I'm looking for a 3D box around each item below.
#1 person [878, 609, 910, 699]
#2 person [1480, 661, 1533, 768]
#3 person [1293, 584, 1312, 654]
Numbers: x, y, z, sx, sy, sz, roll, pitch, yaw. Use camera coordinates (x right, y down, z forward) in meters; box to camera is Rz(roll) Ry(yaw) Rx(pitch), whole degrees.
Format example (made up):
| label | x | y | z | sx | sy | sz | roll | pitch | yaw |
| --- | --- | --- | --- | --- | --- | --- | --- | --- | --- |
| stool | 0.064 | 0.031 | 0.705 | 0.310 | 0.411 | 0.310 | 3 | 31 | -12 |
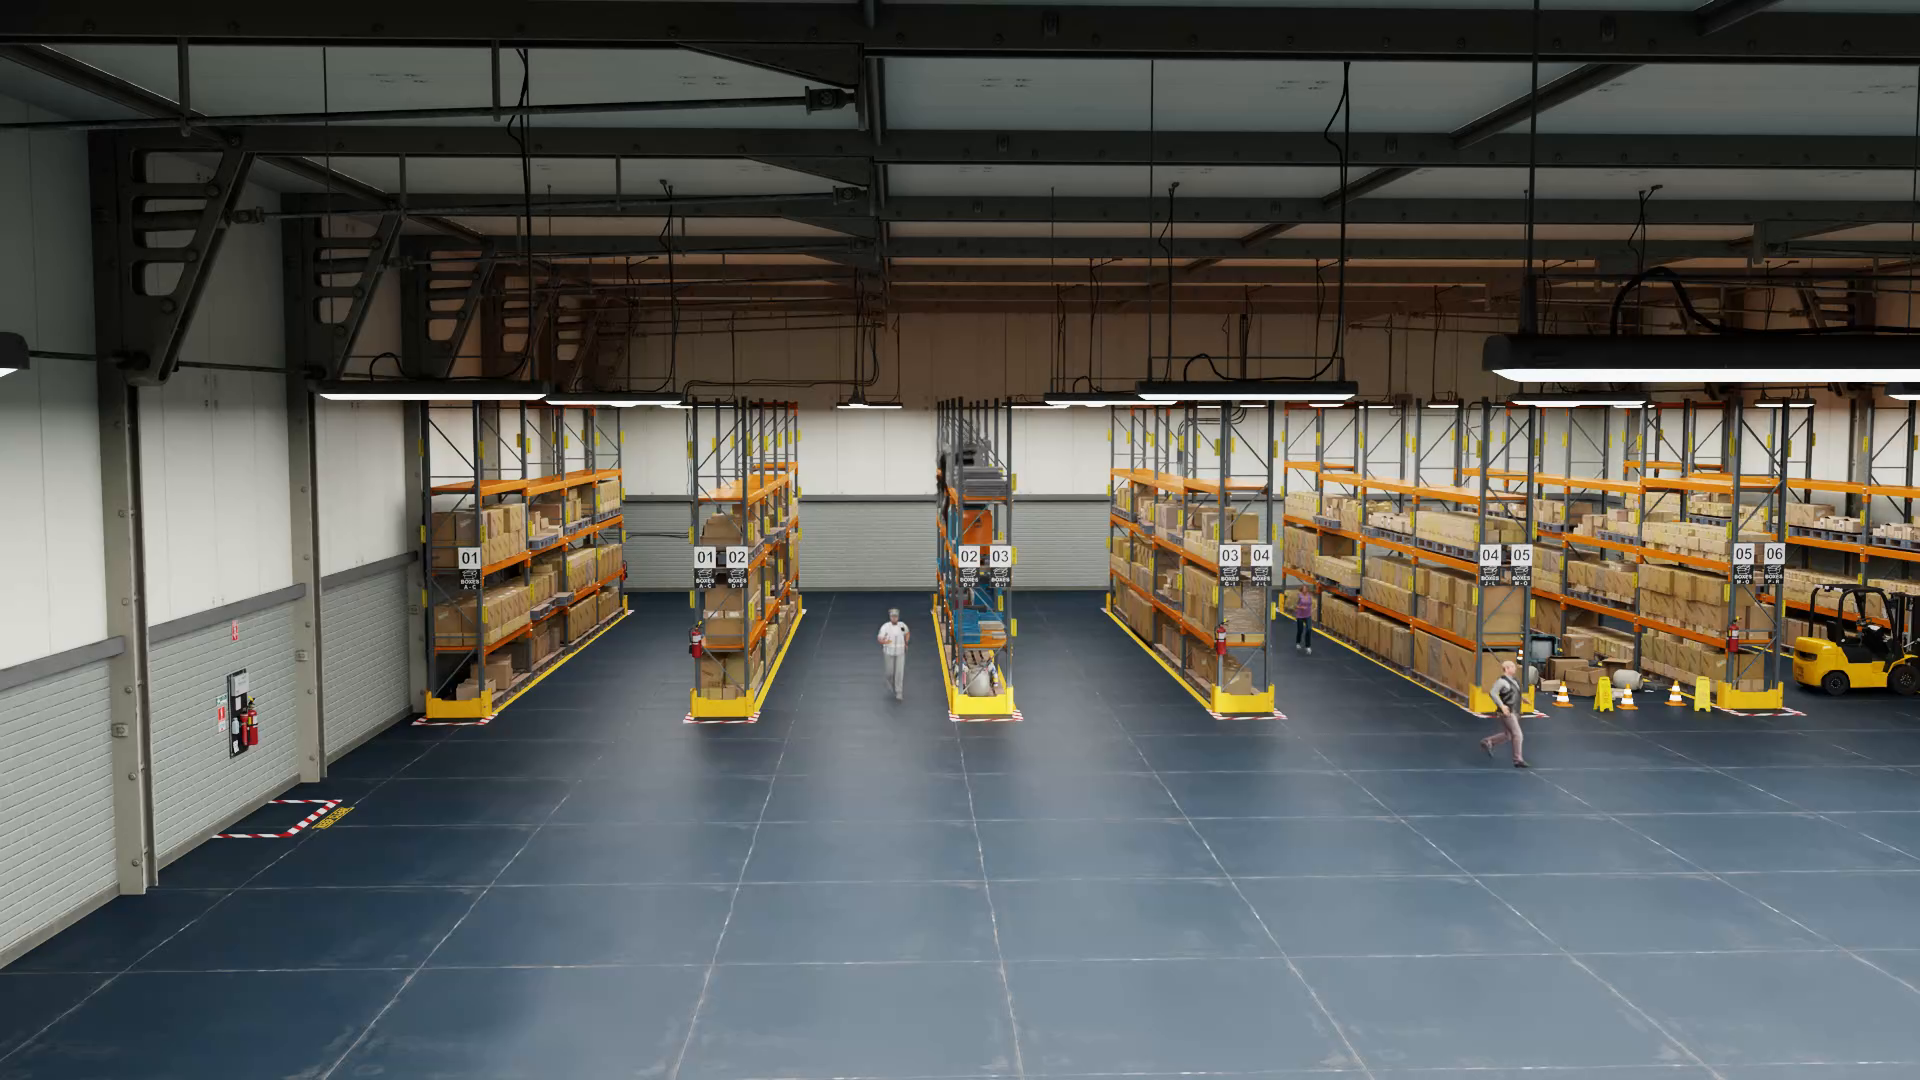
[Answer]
| label | x | y | z | sx | sy | sz | roll | pitch | yaw |
| --- | --- | --- | --- | --- | --- | --- | --- | --- | --- |
| person | -1.304 | 2.242 | 33.160 | 0.665 | 1.752 | 1.010 | -1 | 4 | -9 |
| person | 8.819 | 2.790 | 26.830 | 0.908 | 1.699 | 0.684 | 3 | 6 | 38 |
| person | 8.148 | 1.860 | 39.536 | 0.528 | 1.631 | 0.751 | 0 | 4 | -5 |
